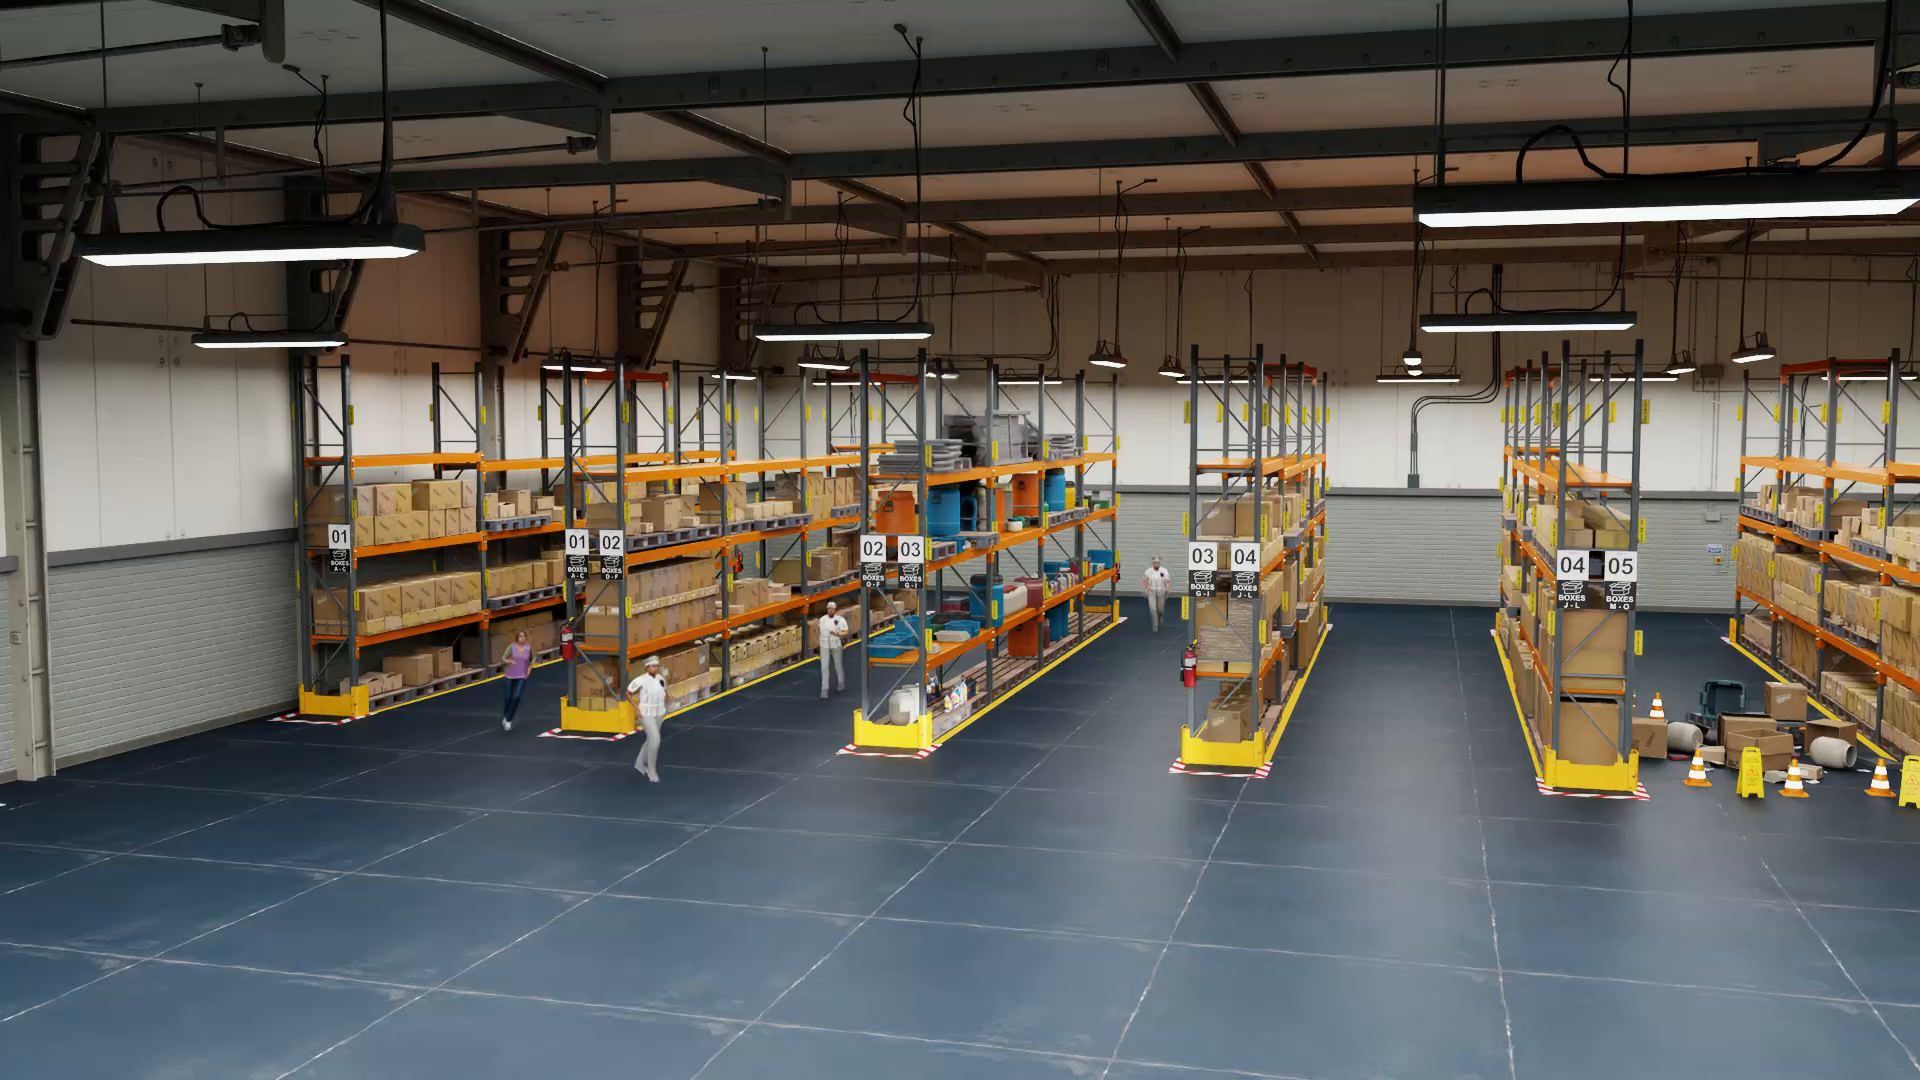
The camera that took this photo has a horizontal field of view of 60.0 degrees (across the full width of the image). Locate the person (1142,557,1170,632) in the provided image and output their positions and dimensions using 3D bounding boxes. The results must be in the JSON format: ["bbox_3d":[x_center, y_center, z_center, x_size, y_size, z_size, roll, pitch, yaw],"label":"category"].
[{"bbox_3d":[4.582,1.238,38.817,0.649,1.745,0.763,0,4,6],"label":"person"}]

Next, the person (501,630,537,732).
[{"bbox_3d":[-7.067,2.236,26.606,0.562,1.596,0.675,-1,4,-10],"label":"person"}]

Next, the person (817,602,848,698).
[{"bbox_3d":[-2.283,1.927,29.650,0.603,1.659,0.940,0,4,6],"label":"person"}]

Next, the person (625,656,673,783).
[{"bbox_3d":[-4.247,2.455,22.883,0.746,1.752,0.554,3,5,38],"label":"person"}]
